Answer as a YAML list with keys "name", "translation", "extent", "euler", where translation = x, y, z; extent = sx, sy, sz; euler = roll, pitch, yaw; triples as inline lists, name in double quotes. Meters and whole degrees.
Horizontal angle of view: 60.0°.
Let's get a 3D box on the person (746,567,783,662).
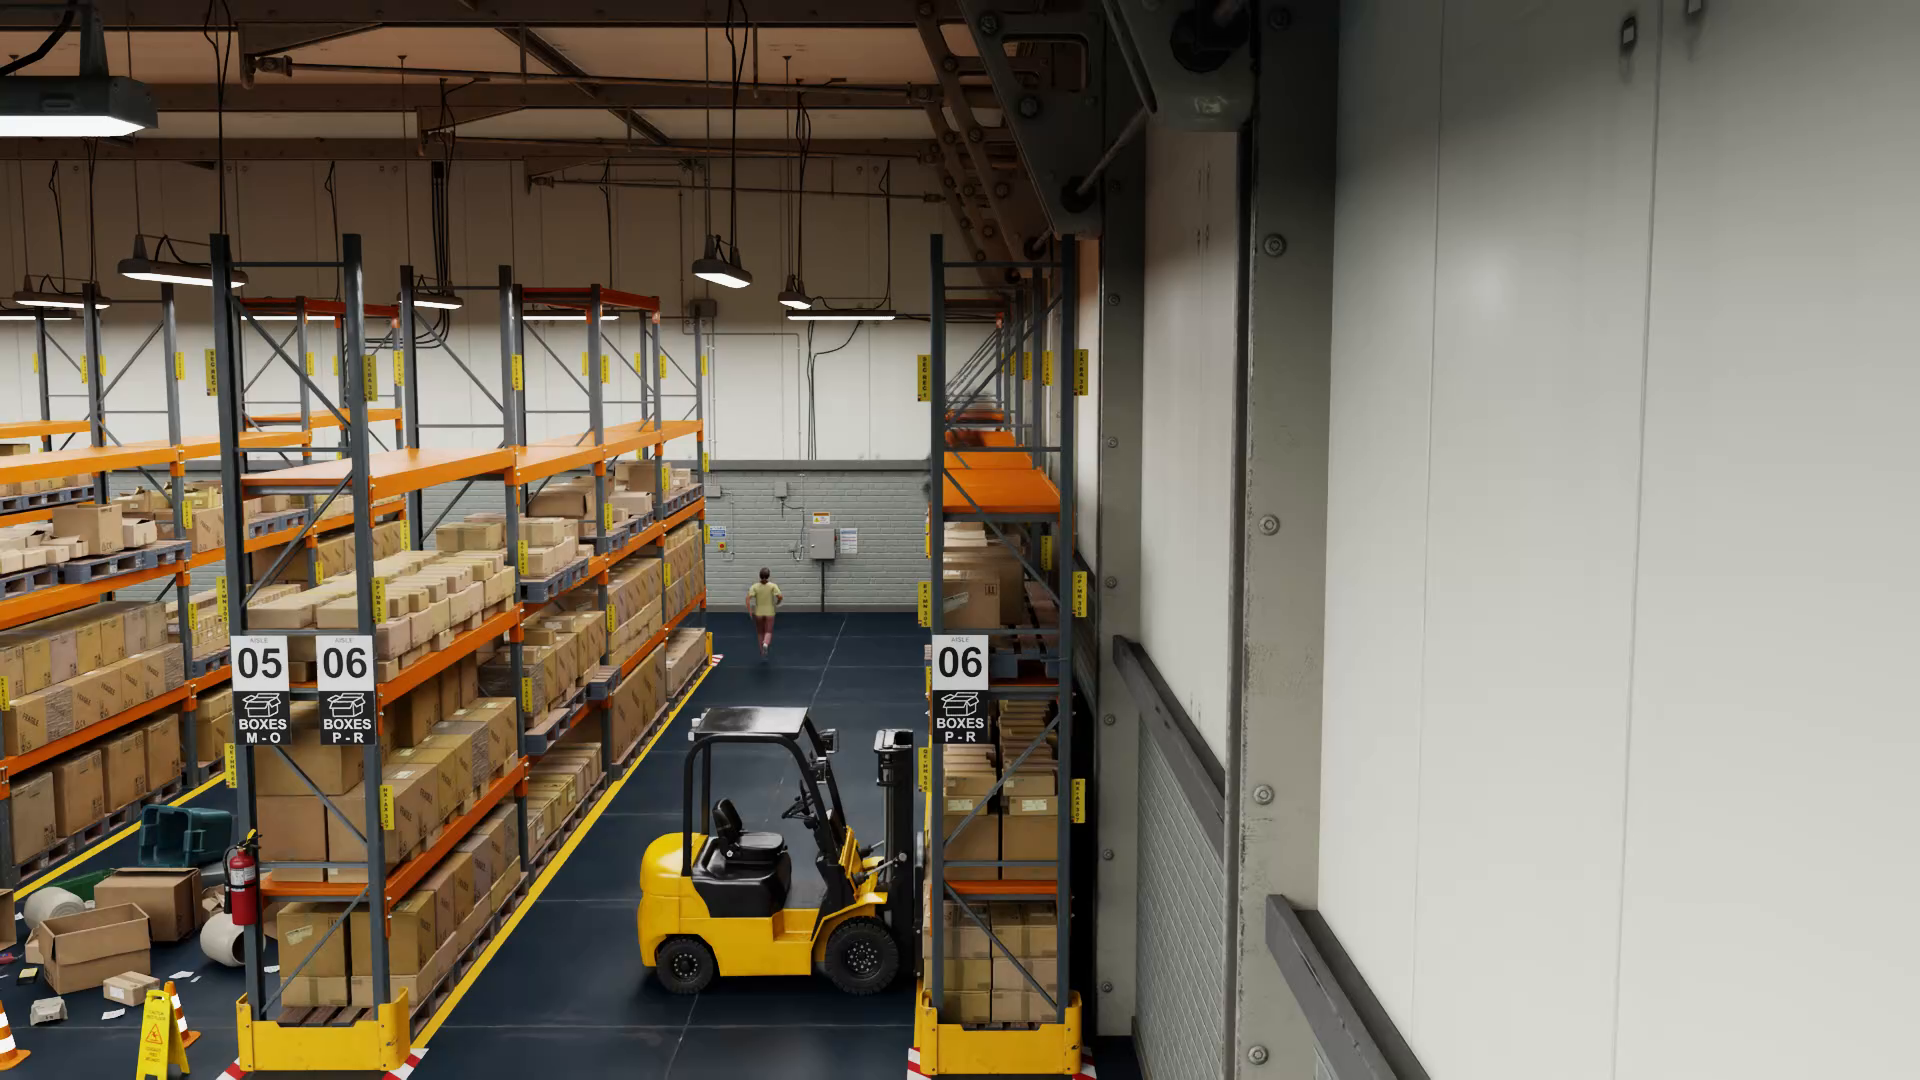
- name: "person"
  translation: [-3.284, 1.284, 27.938]
  extent: [0.615, 1.651, 0.660]
  euler: [0, 6, -4]
